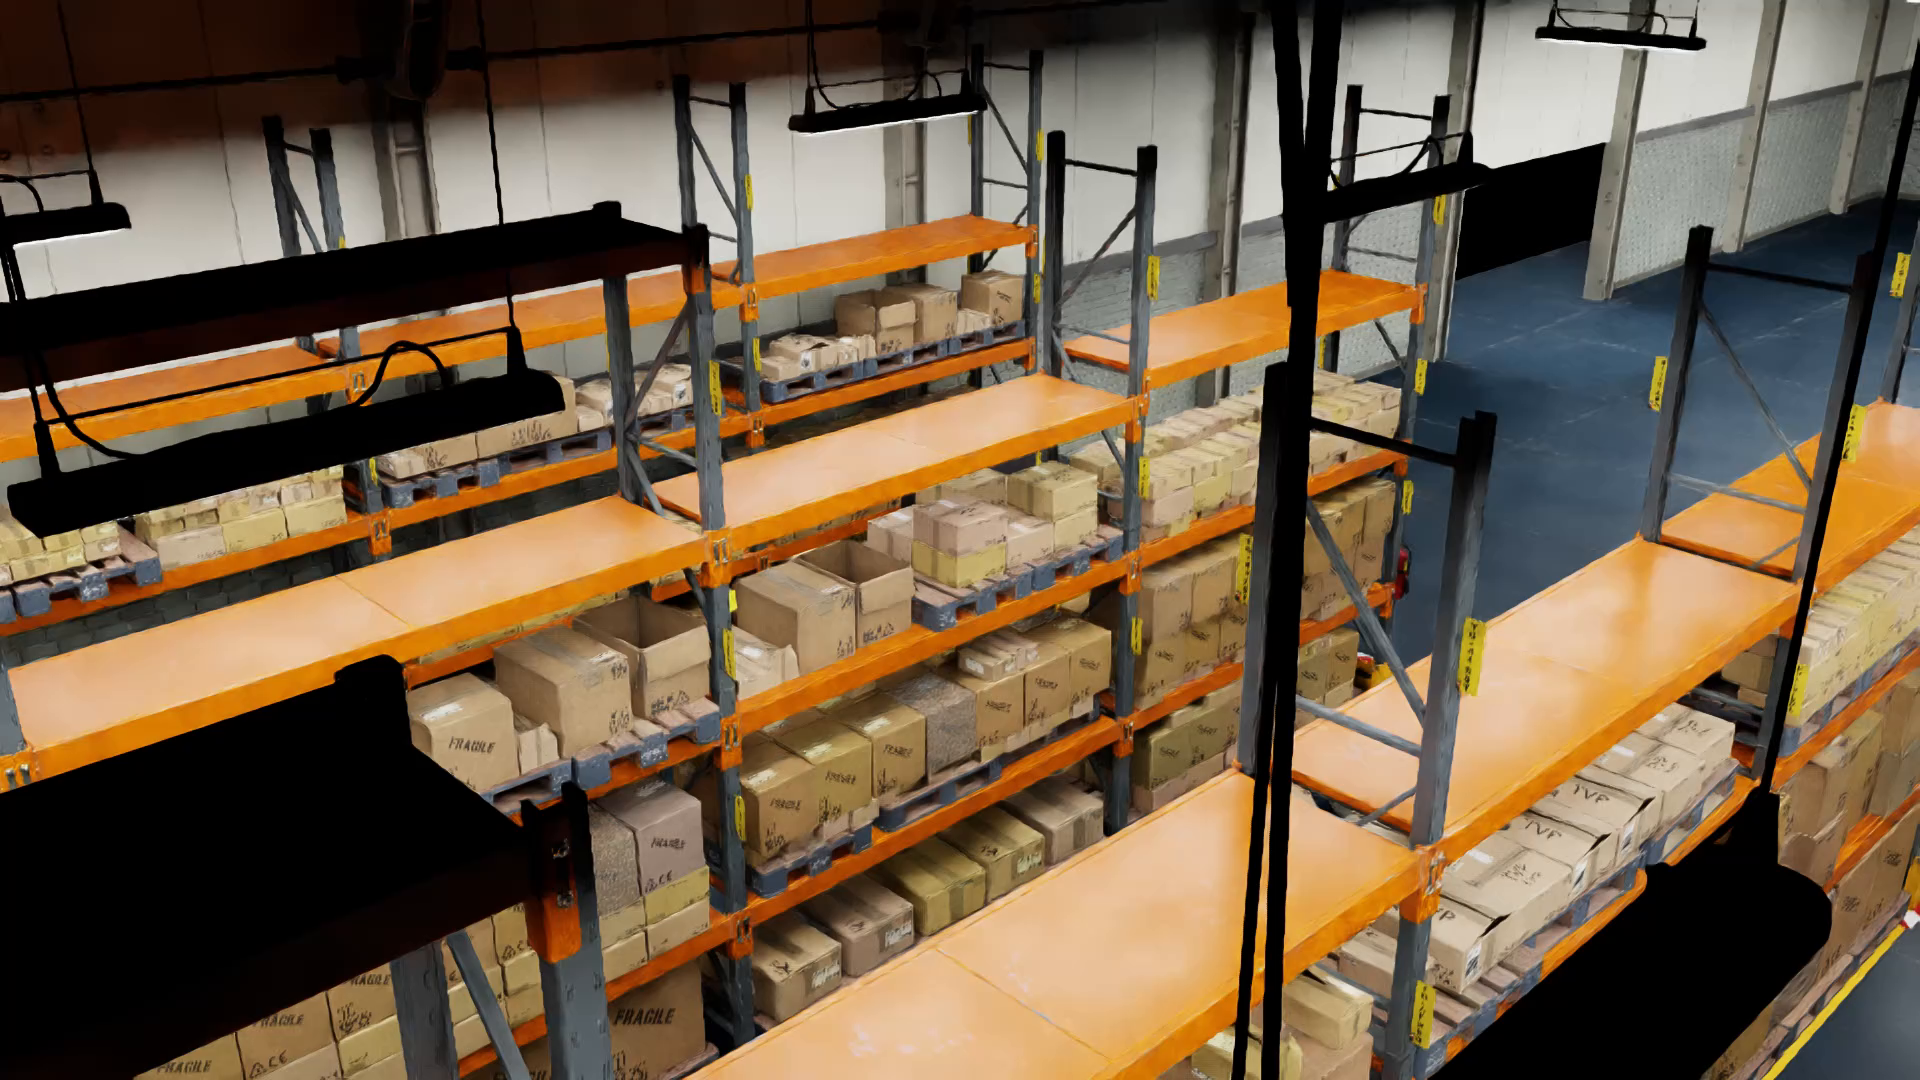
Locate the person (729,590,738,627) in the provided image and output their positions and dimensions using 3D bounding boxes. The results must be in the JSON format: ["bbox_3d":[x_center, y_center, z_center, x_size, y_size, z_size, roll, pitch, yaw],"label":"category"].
[{"bbox_3d":[-2.052,1.291,15.384,0.673,1.763,0.580,-6,23,-15],"label":"person"}]
